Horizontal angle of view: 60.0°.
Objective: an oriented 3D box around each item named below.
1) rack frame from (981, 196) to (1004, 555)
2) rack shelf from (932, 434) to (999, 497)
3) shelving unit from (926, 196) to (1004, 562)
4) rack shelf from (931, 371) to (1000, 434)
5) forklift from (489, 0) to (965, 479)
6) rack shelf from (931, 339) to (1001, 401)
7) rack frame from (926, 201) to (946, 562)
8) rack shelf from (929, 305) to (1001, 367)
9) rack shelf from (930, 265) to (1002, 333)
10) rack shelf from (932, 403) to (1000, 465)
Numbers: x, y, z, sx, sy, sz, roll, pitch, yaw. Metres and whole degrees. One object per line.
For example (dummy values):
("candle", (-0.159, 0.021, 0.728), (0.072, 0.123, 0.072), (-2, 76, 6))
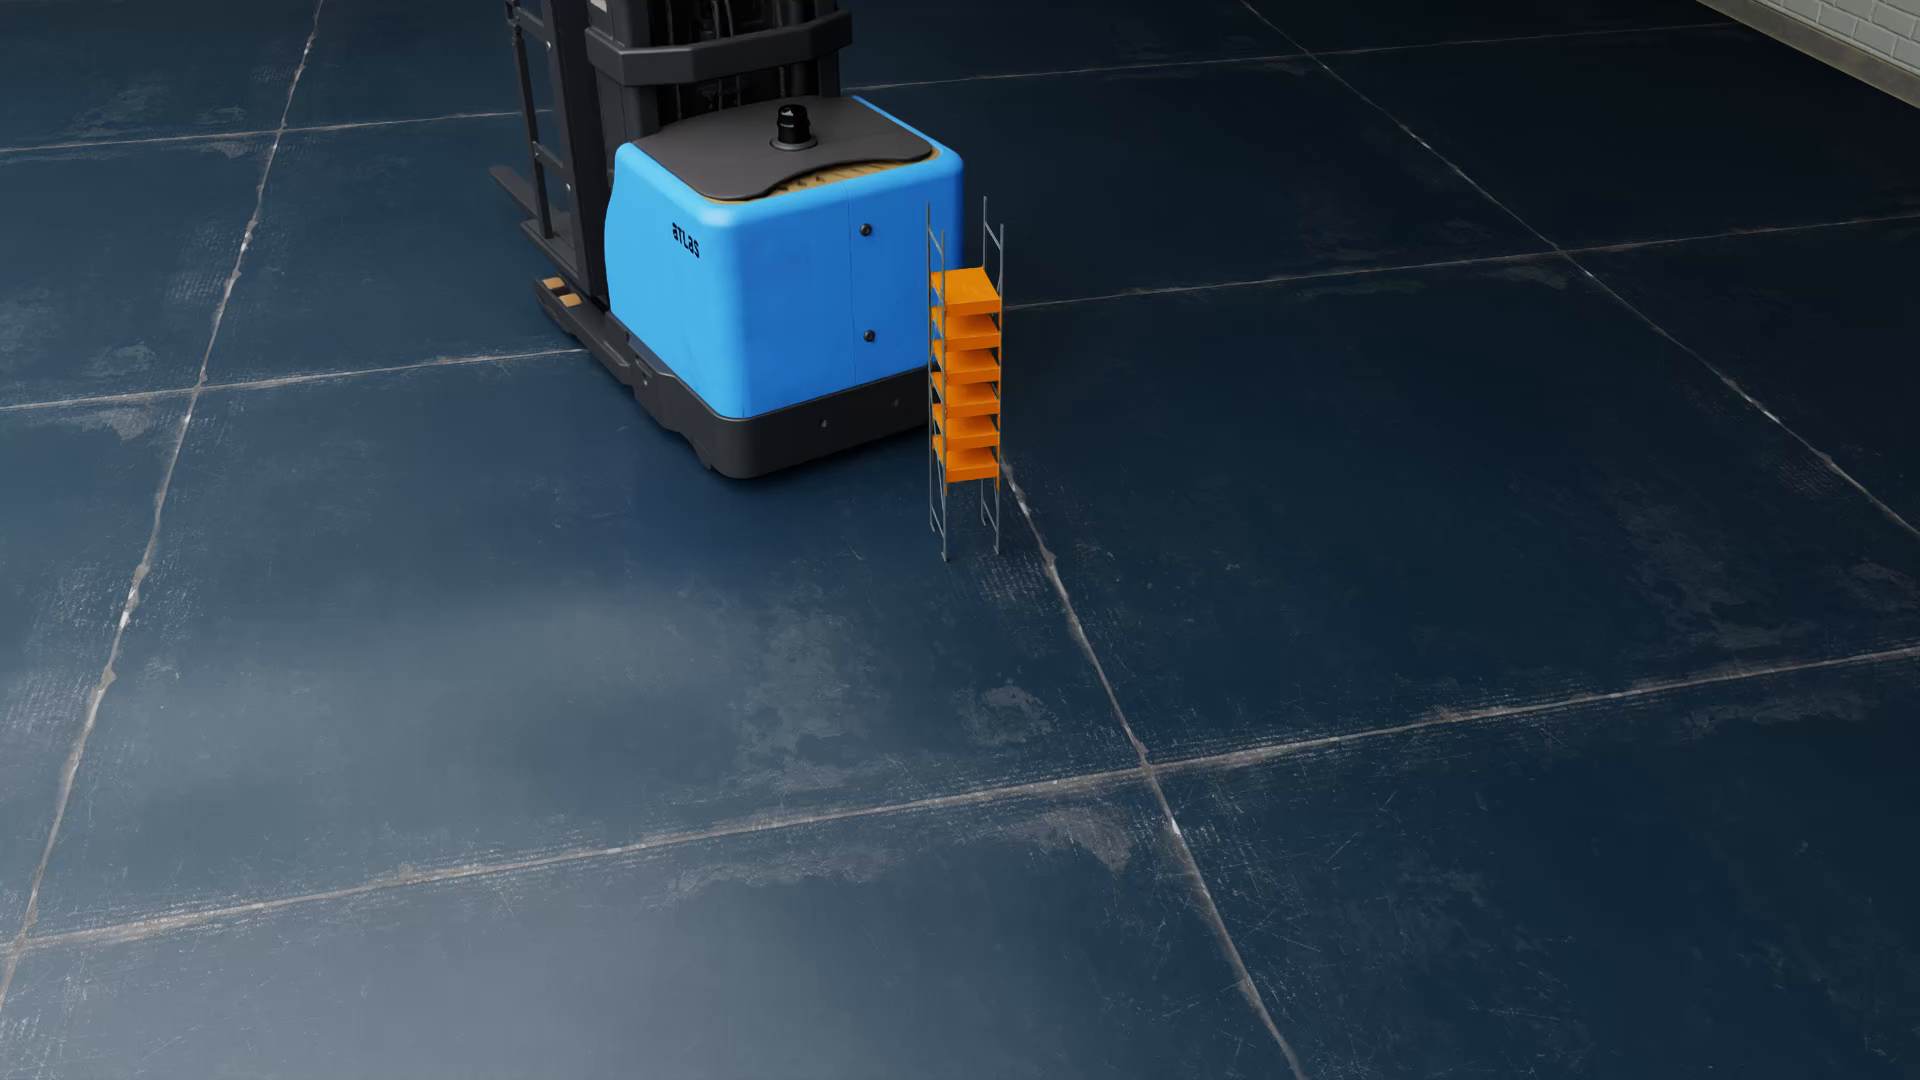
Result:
("rack frame", (0.103, -0.511, 5.435), (0.006, 1.200, 0.240), (-7, 35, -11))
("rack shelf", (0.014, -0.264, 5.577), (0.180, 0.103, 0.258), (-7, 35, -11))
("shelving unit", (0.014, -0.500, 5.418), (0.189, 1.200, 0.258), (-7, 35, -11))
("rack shelf", (0.014, -0.463, 5.443), (0.180, 0.103, 0.258), (-7, 35, -11))
("forklift", (-1.182, -2.222, 6.430), (1.130, 2.935, 3.031), (-20, 39, -26))
("rack shelf", (0.014, -0.563, 5.376), (0.180, 0.103, 0.258), (-7, 35, -11))
("rack frame", (-0.075, -0.489, 5.402), (0.006, 1.200, 0.240), (-7, 35, -11))
("rack shelf", (0.014, -0.662, 5.309), (0.180, 0.103, 0.258), (-7, 35, -11))
("rack shelf", (0.014, -0.762, 5.242), (0.180, 0.103, 0.258), (-7, 35, -11))
("rack shelf", (0.014, -0.363, 5.510), (0.180, 0.103, 0.258), (-7, 35, -11))
